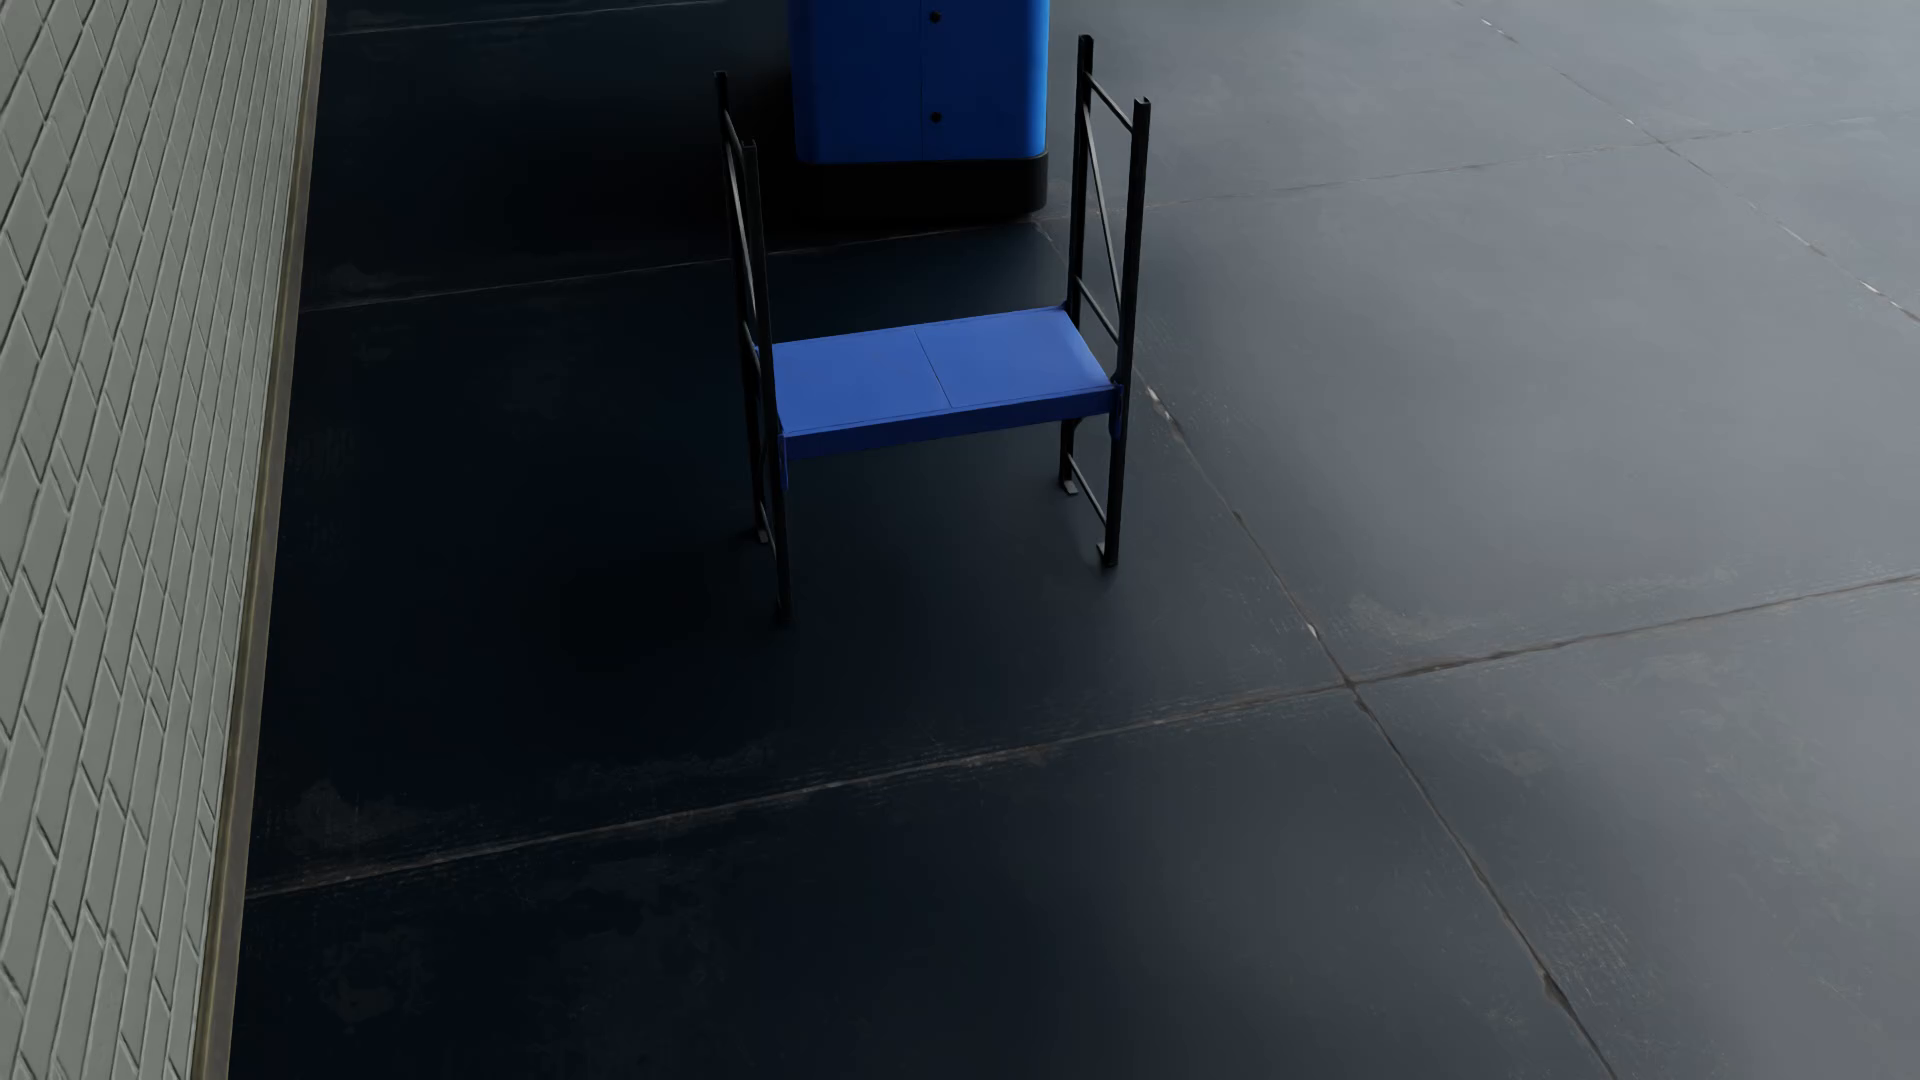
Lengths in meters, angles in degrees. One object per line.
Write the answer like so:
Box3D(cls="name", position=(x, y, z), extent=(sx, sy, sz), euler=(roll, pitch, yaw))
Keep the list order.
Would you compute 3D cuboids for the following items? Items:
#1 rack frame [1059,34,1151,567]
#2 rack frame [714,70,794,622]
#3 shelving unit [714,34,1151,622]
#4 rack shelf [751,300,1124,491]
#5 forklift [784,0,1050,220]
Box3D(cls="rack frame", position=(0.408, -0.663, 4.882), extent=(0.032, 1.500, 0.500), euler=(-9, 38, -12))
Box3D(cls="rack frame", position=(-0.573, -0.502, 4.671), extent=(0.032, 1.500, 0.500), euler=(-9, 38, -12))
Box3D(cls="shelving unit", position=(-0.082, -0.582, 4.777), extent=(1.048, 1.500, 0.538), euler=(-9, 38, -12))
Box3D(cls="rack shelf", position=(-0.082, -0.439, 4.886), extent=(1.000, 0.185, 0.538), euler=(-9, 38, -12))
Box3D(cls="forklift", position=(-0.260, -3.364, 7.236), extent=(1.130, 2.935, 3.031), euler=(-2, 37, -3))
